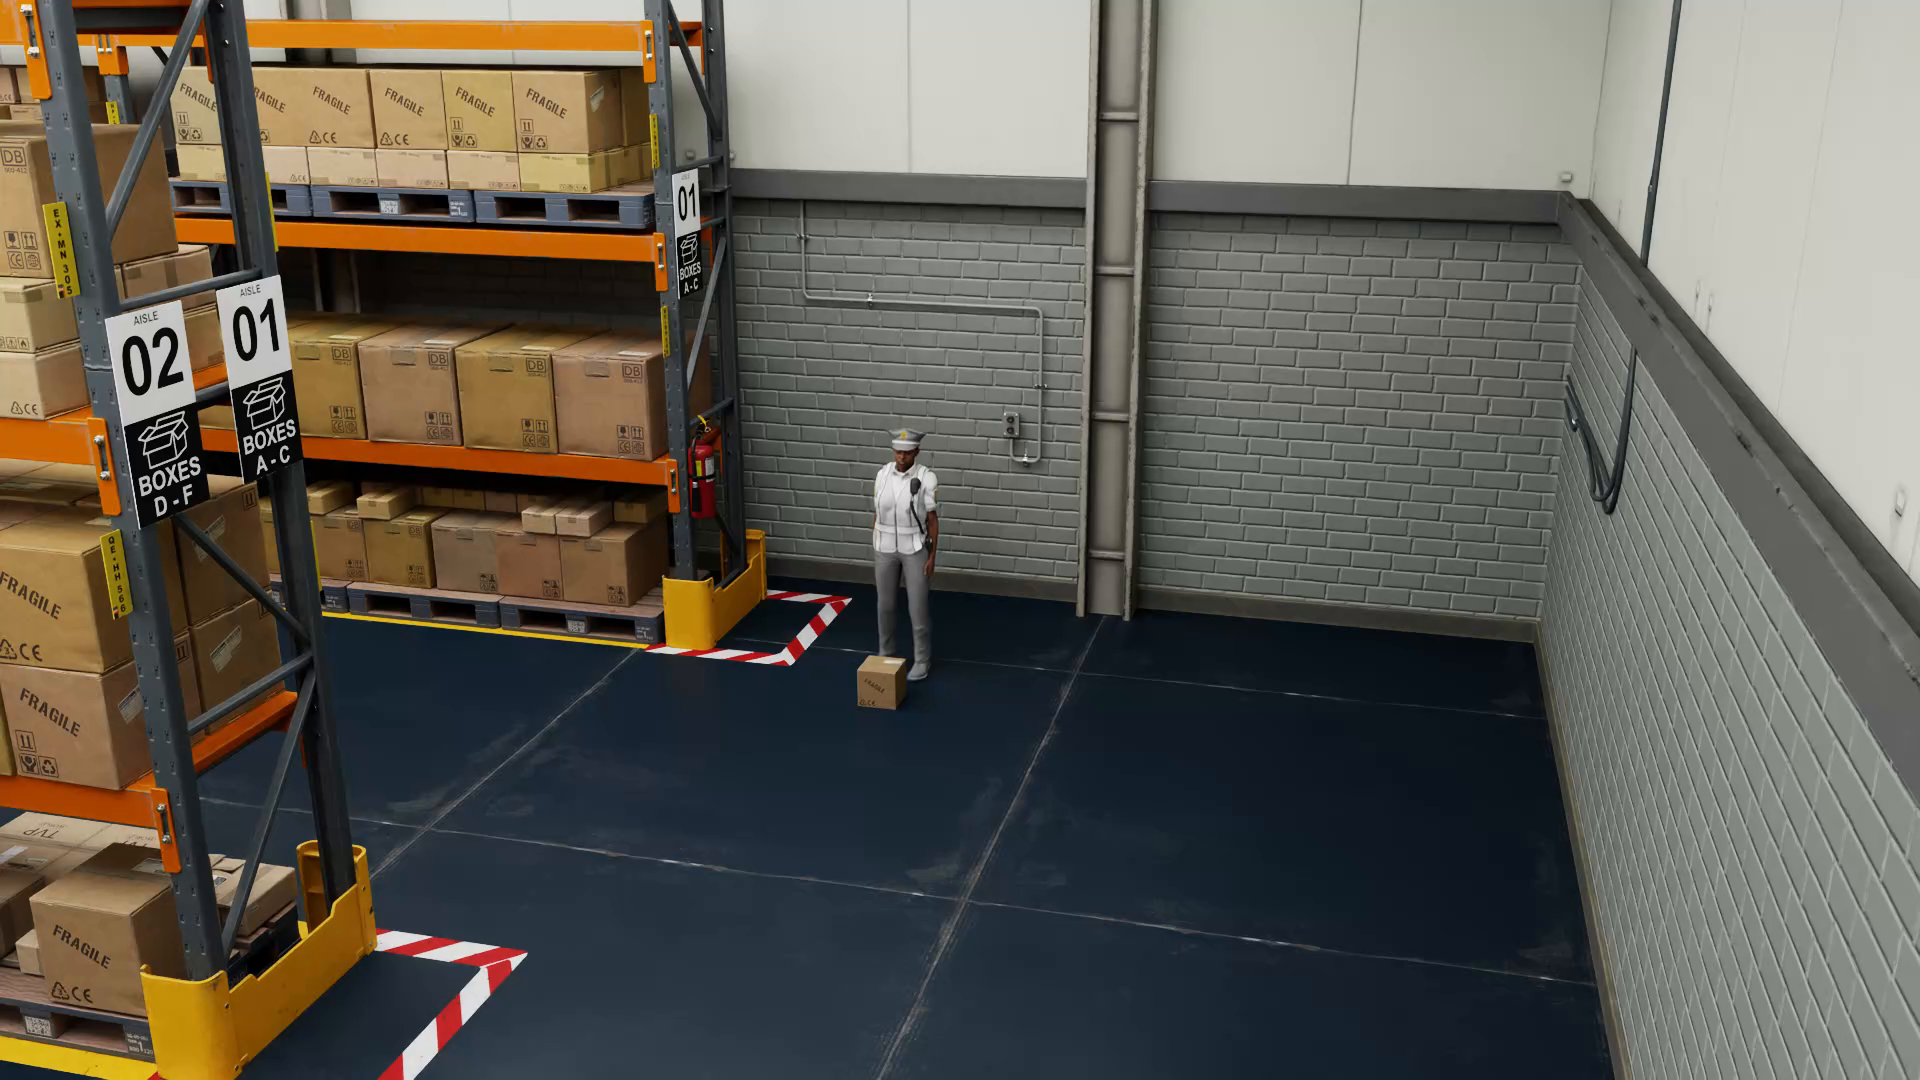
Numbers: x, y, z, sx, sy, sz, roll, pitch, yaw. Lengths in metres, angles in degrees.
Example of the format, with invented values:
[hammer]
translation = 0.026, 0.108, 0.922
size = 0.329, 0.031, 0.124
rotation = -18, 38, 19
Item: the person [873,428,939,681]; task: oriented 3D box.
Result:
[person]
translation = -6.513, 1.115, 7.496
size = 10.475, 1.882, 10.277
rotation = 5, 19, 15
